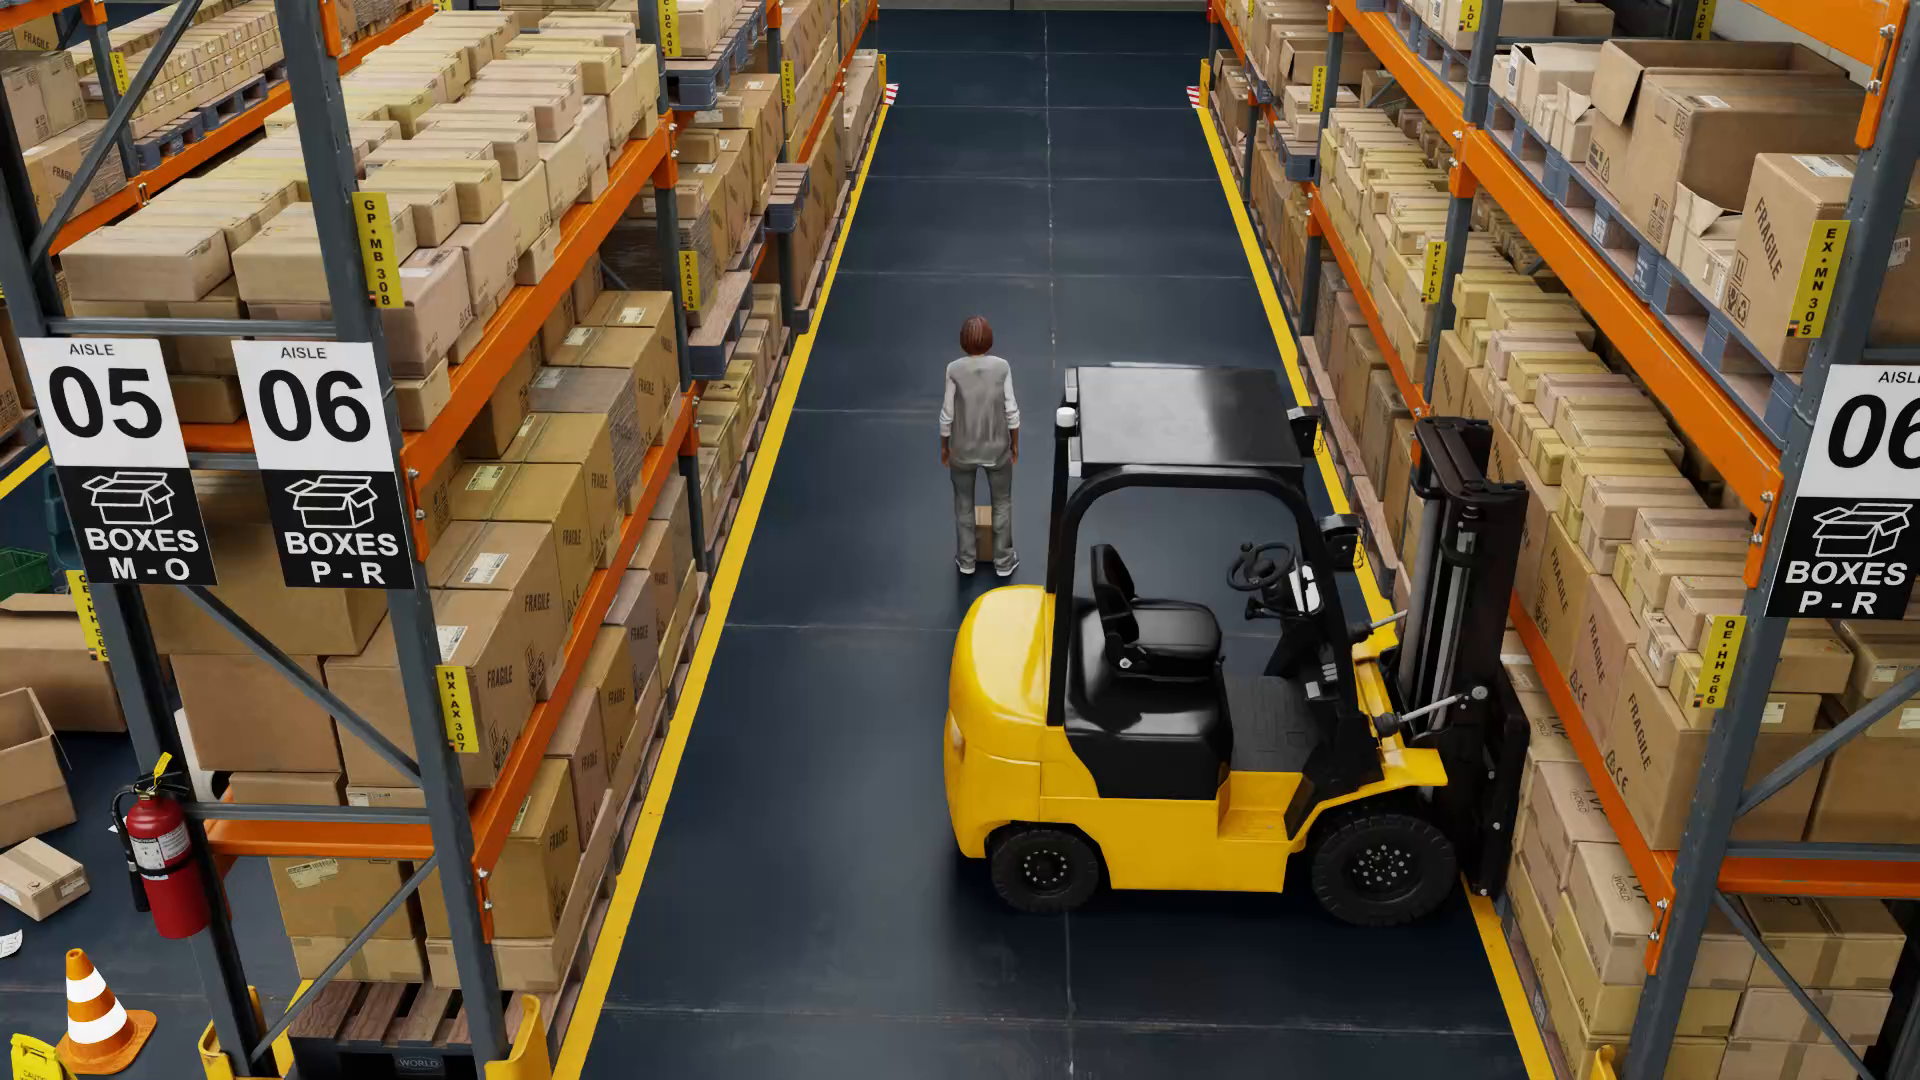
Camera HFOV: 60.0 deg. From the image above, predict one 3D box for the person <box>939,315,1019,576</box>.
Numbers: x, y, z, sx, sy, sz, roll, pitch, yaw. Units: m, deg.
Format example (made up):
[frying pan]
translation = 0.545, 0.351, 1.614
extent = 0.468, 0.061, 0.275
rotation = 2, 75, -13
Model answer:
[person]
translation = 0.118, -0.524, 9.605
extent = 0.477, 1.592, 0.377
rotation = -1, 28, -1
